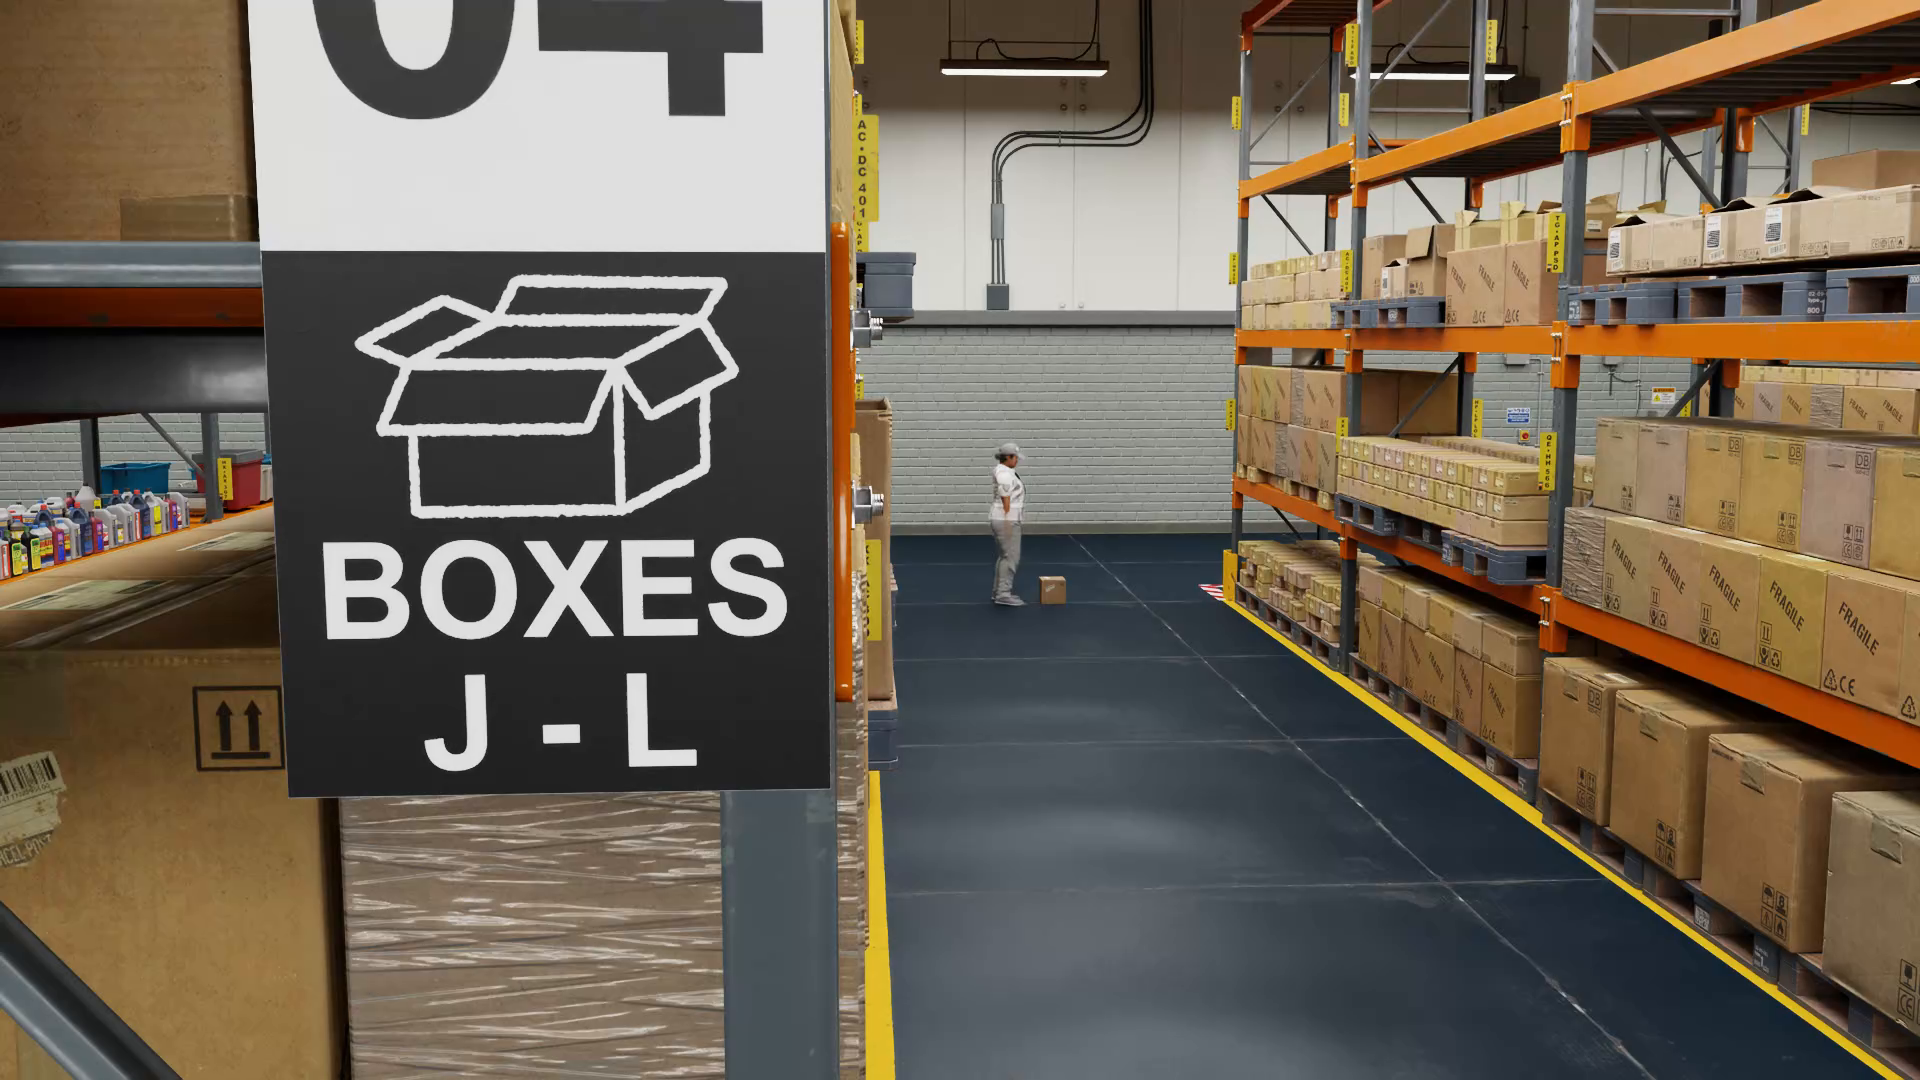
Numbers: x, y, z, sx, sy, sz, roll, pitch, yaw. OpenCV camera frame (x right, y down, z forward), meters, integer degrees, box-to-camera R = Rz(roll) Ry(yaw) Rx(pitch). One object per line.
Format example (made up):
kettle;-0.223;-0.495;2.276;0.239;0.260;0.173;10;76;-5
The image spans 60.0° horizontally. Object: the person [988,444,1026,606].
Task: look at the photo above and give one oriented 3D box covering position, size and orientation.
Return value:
person;0.490;-0.168;17.180;0.390;1.656;0.473;0;7;-3
